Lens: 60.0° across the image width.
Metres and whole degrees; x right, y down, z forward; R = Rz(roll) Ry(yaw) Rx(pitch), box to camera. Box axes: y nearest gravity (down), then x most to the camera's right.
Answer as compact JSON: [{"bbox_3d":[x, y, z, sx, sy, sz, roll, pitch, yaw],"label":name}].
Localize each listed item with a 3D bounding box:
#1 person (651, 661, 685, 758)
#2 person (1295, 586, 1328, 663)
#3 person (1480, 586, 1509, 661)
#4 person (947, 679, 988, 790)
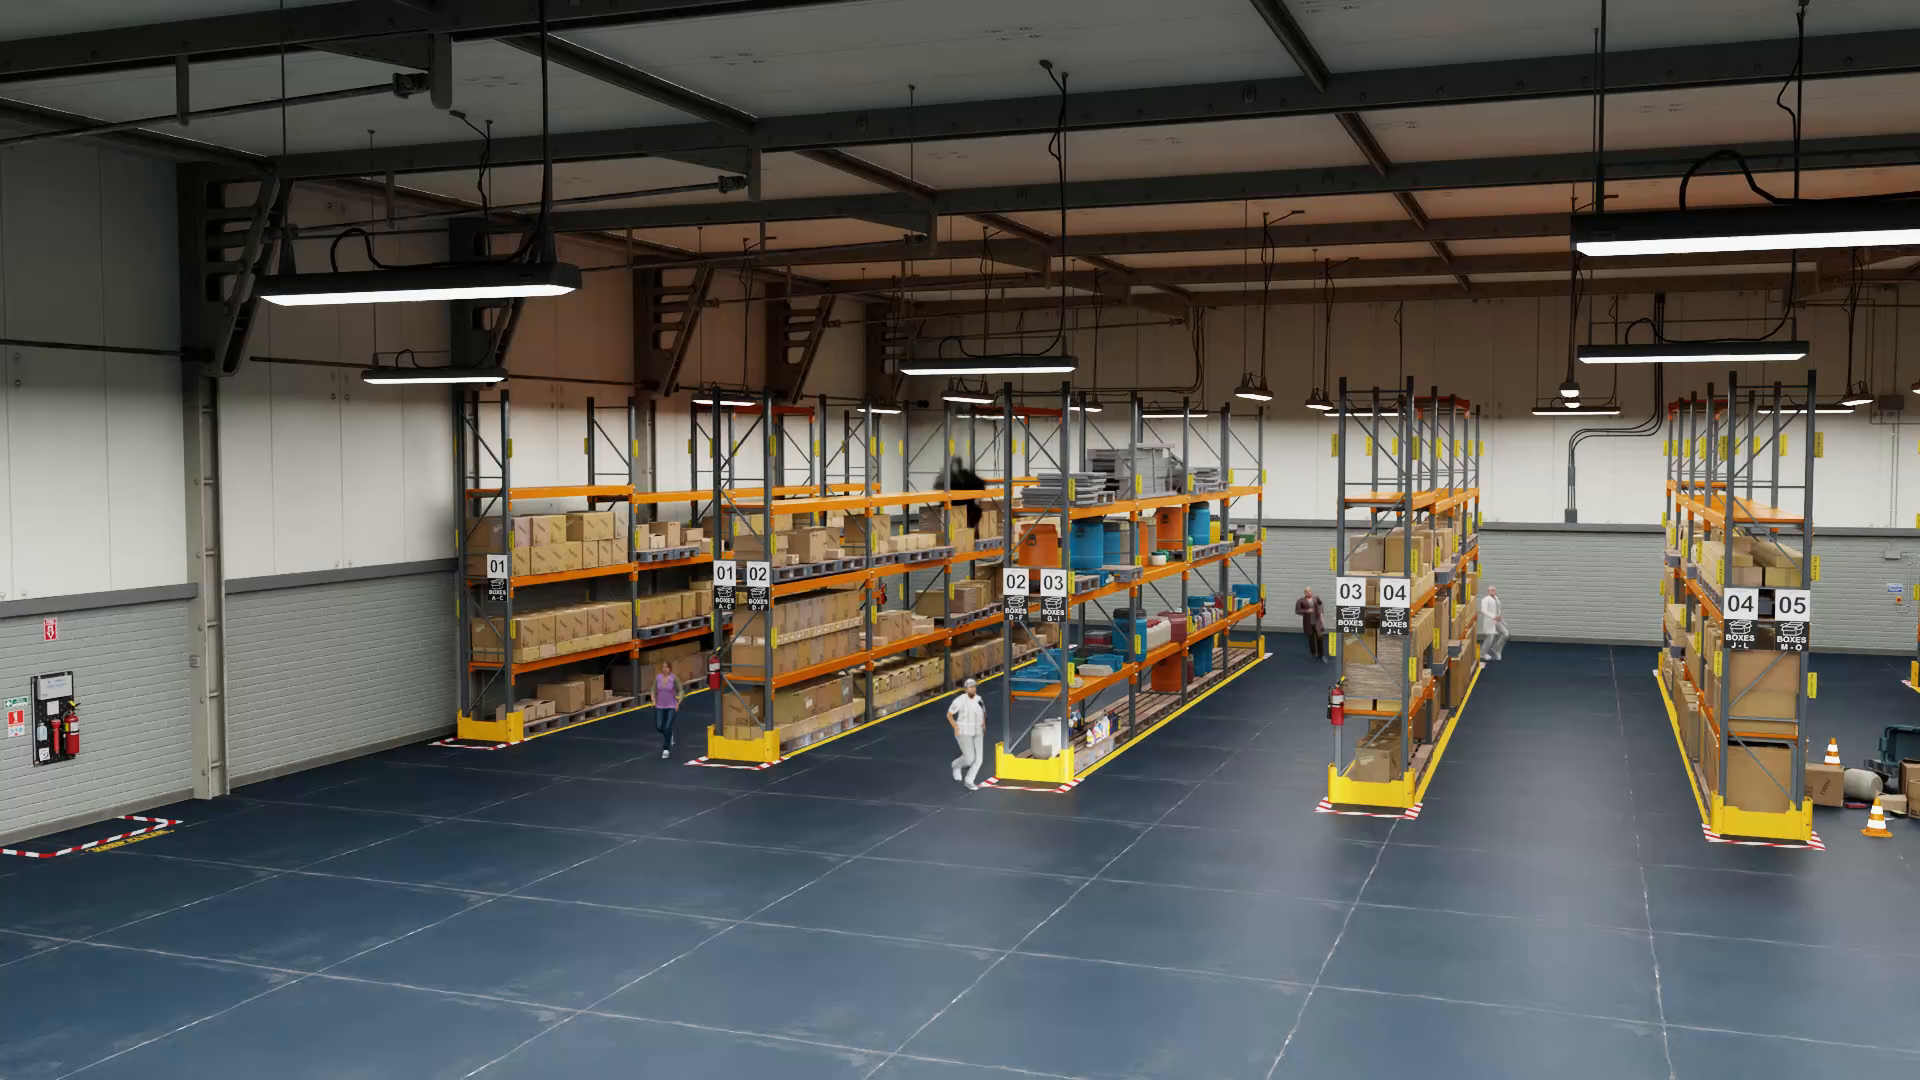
[{"bbox_3d":[-4.780,2.741,27.116,0.573,1.570,0.507,1,3,9],"label":"person"},{"bbox_3d":[8.242,1.982,39.135,0.754,1.807,0.806,0,3,2],"label":"person"},{"bbox_3d":[12.580,1.971,39.300,0.727,1.781,0.699,-2,4,-36],"label":"person"},{"bbox_3d":[0.147,2.852,24.460,0.608,1.626,0.544,-2,4,-30],"label":"person"}]
